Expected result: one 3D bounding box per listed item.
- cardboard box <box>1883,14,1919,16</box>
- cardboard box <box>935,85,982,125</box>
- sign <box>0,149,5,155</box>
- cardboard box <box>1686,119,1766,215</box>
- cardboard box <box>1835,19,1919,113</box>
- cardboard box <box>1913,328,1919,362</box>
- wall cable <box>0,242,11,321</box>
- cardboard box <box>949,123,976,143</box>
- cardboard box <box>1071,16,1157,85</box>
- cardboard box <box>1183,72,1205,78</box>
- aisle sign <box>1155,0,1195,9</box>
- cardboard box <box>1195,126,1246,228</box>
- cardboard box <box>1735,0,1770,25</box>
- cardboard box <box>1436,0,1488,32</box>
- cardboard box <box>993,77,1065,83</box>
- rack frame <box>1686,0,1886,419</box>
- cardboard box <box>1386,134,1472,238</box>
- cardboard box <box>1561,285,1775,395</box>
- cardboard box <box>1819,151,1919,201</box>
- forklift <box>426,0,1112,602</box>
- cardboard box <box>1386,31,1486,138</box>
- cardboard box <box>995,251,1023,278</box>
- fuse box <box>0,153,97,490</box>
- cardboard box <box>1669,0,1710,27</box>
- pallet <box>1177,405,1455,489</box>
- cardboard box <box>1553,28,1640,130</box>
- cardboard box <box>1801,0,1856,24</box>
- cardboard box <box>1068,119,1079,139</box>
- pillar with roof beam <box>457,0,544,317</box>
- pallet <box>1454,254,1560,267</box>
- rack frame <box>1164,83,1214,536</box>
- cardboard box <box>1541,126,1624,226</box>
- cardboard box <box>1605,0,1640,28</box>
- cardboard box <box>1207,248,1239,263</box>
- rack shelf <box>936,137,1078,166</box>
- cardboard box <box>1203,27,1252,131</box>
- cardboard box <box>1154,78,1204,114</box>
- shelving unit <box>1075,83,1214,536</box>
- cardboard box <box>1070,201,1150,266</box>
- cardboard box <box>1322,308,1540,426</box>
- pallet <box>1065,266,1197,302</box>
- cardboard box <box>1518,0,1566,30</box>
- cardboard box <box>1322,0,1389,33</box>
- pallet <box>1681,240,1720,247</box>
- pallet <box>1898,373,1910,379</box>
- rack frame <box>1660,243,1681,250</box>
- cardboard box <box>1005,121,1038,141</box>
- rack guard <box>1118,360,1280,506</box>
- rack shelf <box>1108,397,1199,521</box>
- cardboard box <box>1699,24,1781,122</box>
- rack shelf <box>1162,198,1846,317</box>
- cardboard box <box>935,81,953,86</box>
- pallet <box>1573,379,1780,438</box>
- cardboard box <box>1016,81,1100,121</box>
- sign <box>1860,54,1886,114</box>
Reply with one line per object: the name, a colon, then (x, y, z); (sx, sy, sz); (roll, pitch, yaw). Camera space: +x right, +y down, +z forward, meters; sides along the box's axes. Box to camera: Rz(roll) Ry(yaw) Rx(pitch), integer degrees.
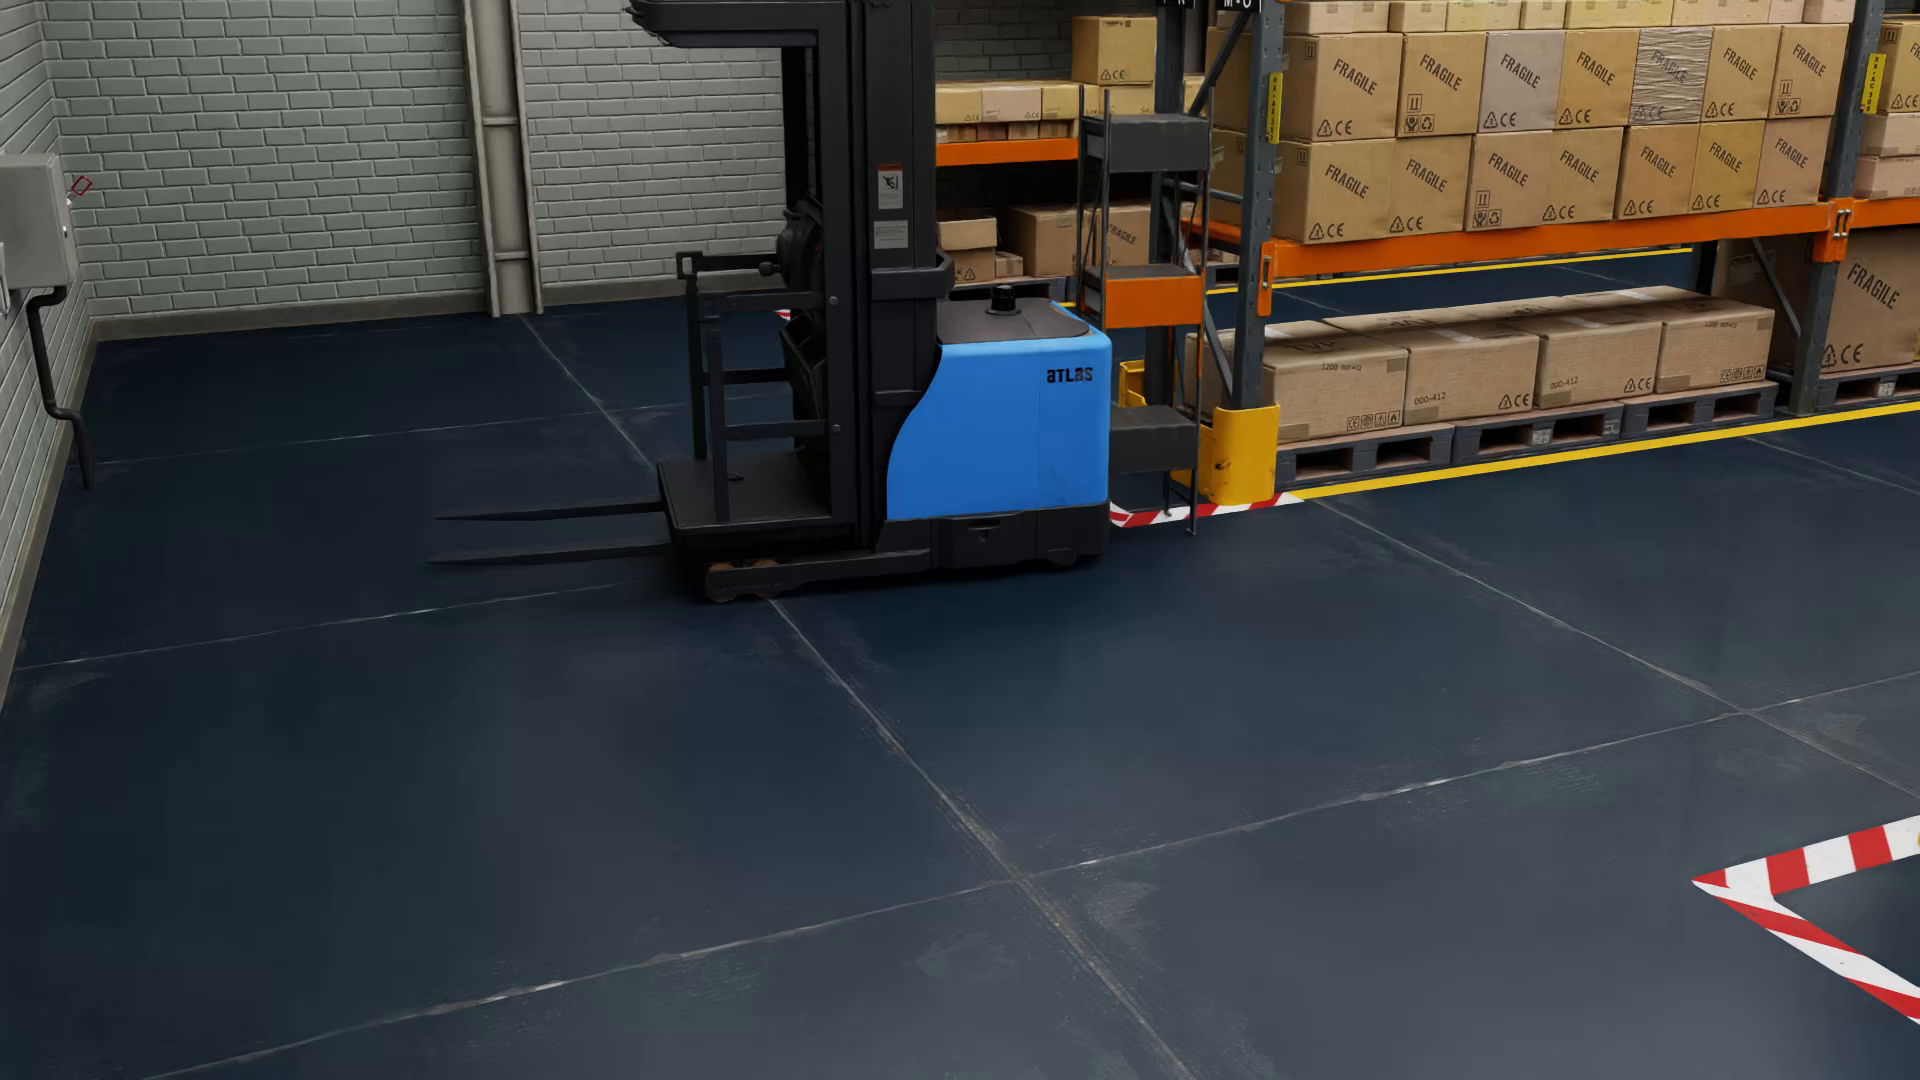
cardboard box: (6.214, -3.097, 10.646); (0.500, 0.500, 0.500); (-7, 21, -20)
cardboard box: (-0.161, -3.346, 12.787); (0.500, 0.250, 0.500); (-8, 21, -22)
sign: (-4.967, -1.775, 8.691); (0.001, 0.494, 0.329); (-8, 21, -22)
cardboard box: (4.163, -2.151, 9.464); (0.500, 0.500, 0.500); (-9, 21, -23)
cardboard box: (5.476, -2.801, 9.805); (0.500, 0.500, 0.500); (-8, 21, -21)
cardboard box: (6.322, -1.735, 11.000); (0.875, 0.875, 0.875); (-8, 21, -20)
wall cable: (-4.456, -1.947, 7.506); (0.122, 1.984, 0.588); (-8, 21, -22)
cardboard box: (-0.059, -3.188, 12.937); (0.250, 0.149, 0.380); (-8, 21, -21)
cardboard box: (1.216, -3.897, 13.223); (0.500, 0.500, 0.500); (-8, 21, -21)
cardboard box: (1.969, -3.844, 14.201); (0.500, 0.250, 0.500); (-8, 21, -22)
aisle sign: (1.096, -3.097, 8.388); (0.004, 0.787, 0.394); (-8, 21, -22)
cardboard box: (1.623, -1.977, 8.970); (0.500, 0.500, 0.500); (-8, 21, -22)
cardboard box: (4.283, -2.968, 9.302); (0.250, 0.149, 0.380); (-8, 21, -22)
cardboard box: (2.452, -2.668, 8.451); (0.250, 0.149, 0.380); (-9, 21, -24)
cardboard box: (0.563, -3.641, 13.625); (0.500, 0.250, 0.500); (-7, 21, -20)
rack frame: (4.958, -2.312, 10.072); (0.127, 3.000, 1.000); (-8, 21, -22)
cardboard box: (2.293, -1.884, 8.705); (0.500, 0.500, 0.500); (-8, 21, -23)
cardboard box: (4.339, -1.252, 10.286); (0.875, 0.438, 0.875); (-8, 21, -23)
cardboard box: (5.467, -2.219, 10.033); (0.500, 0.250, 0.500); (-9, 21, -23)
forklift: (-0.884, -1.305, 7.315); (3.031, 2.935, 1.130); (-5, 20, -13)
cardboard box: (2.310, -2.351, 8.527); (0.500, 0.500, 0.500); (-9, 21, -23)
cardboard box: (0.320, -2.248, 13.550); (0.250, 0.149, 0.380); (-9, 21, -24)
fuse box: (-4.581, -1.089, 8.539); (0.414, 1.711, 0.539); (-8, 21, -22)
cardboard box: (3.842, -2.885, 9.067); (0.250, 0.149, 0.380); (-8, 21, -22)
pallet: (1.988, -0.600, 9.407); (1.213, 0.211, 1.003); (-8, 21, -22)
cardboard box: (3.238, -2.487, 8.913); (0.500, 0.500, 0.500); (-8, 21, -22)
cardboard box: (4.801, -2.999, 9.391); (0.250, 0.149, 0.380); (-9, 21, -23)
cardboard box: (0.929, -3.294, 13.240); (0.250, 0.149, 0.380); (-9, 21, -23)
pillar with roof beam: (-1.812, -4.736, 7.924); (0.400, 9.000, 9.100); (-8, 21, -22)
pallet: (4.842, -2.790, 15.629); (1.213, 0.211, 1.003); (-8, 21, -22)
rack frame: (1.082, -1.077, 7.907); (0.015, 2.100, 0.400); (-5, 19, -13)
cardboard box: (3.221, -2.016, 9.081); (0.500, 0.500, 0.500); (-7, 21, -20)
cardboard box: (3.383, -2.813, 8.863); (0.250, 0.149, 0.380); (-8, 21, -22)
cardboard box: (2.265, -2.524, 14.158); (0.258, 0.266, 0.396); (-7, 21, -20)
rack shelf: (1.152, -3.223, 13.742); (4.000, 0.370, 1.077); (-8, 21, -22)
cardboard box: (1.634, -2.441, 8.781); (0.500, 0.500, 0.500); (-7, 21, -20)
cardboard box: (1.700, -3.621, 13.569); (0.500, 0.250, 0.500); (-8, 21, -22)
shelving unit: (0.845, -1.058, 7.852); (0.503, 2.100, 0.431); (-5, 19, -13)
cardboard box: (1.240, -2.509, 13.764); (0.500, 0.500, 0.500); (-8, 21, -21)
cardboard box: (2.689, -1.016, 9.616); (0.875, 0.438, 0.875); (-8, 21, -20)
pallet: (1.236, -2.258, 14.118); (1.213, 0.211, 1.003); (-8, 21, -22)
cardboard box: (2.918, -2.739, 8.652); (0.250, 0.149, 0.380); (-8, 21, -21)
cardboard box: (1.933, -2.629, 8.340); (0.250, 0.149, 0.380); (-8, 21, -21)
pallet: (7.433, -3.133, 16.601); (1.213, 0.211, 1.003); (-8, 21, -22)
pallet: (6.759, -1.283, 11.348); (1.213, 0.211, 1.003); (-8, 21, -22)
rack frame: (6.661, -4.351, 15.864); (0.127, 3.000, 1.000); (-8, 21, -22)
cardboard box: (0.425, -3.247, 13.107); (0.250, 0.149, 0.380); (-7, 21, -20)
rack guard: (1.263, -0.604, 8.984); (0.348, 0.500, 1.175); (-8, 21, -22)
rack shelf: (0.848, -0.381, 8.076); (0.480, 0.518, 0.431); (-5, 19, -13)
cardboard box: (4.165, -2.620, 9.291); (0.500, 0.500, 0.500); (-8, 21, -23)
rack shelf: (3.122, -1.710, 9.444); (4.000, 0.370, 1.077); (-8, 21, -22)
cardboard box: (-0.367, -3.510, 13.252); (0.500, 0.250, 0.500); (-8, 21, -20)
pallet: (4.229, -0.921, 10.319); (1.213, 0.211, 1.003); (-8, 21, -22)
cardboard box: (0.766, -3.480, 13.168); (0.500, 0.250, 0.500); (-9, 21, -23)
sign: (5.179, -2.589, 9.435); (0.005, 0.325, 0.100); (-8, 21, -22)
